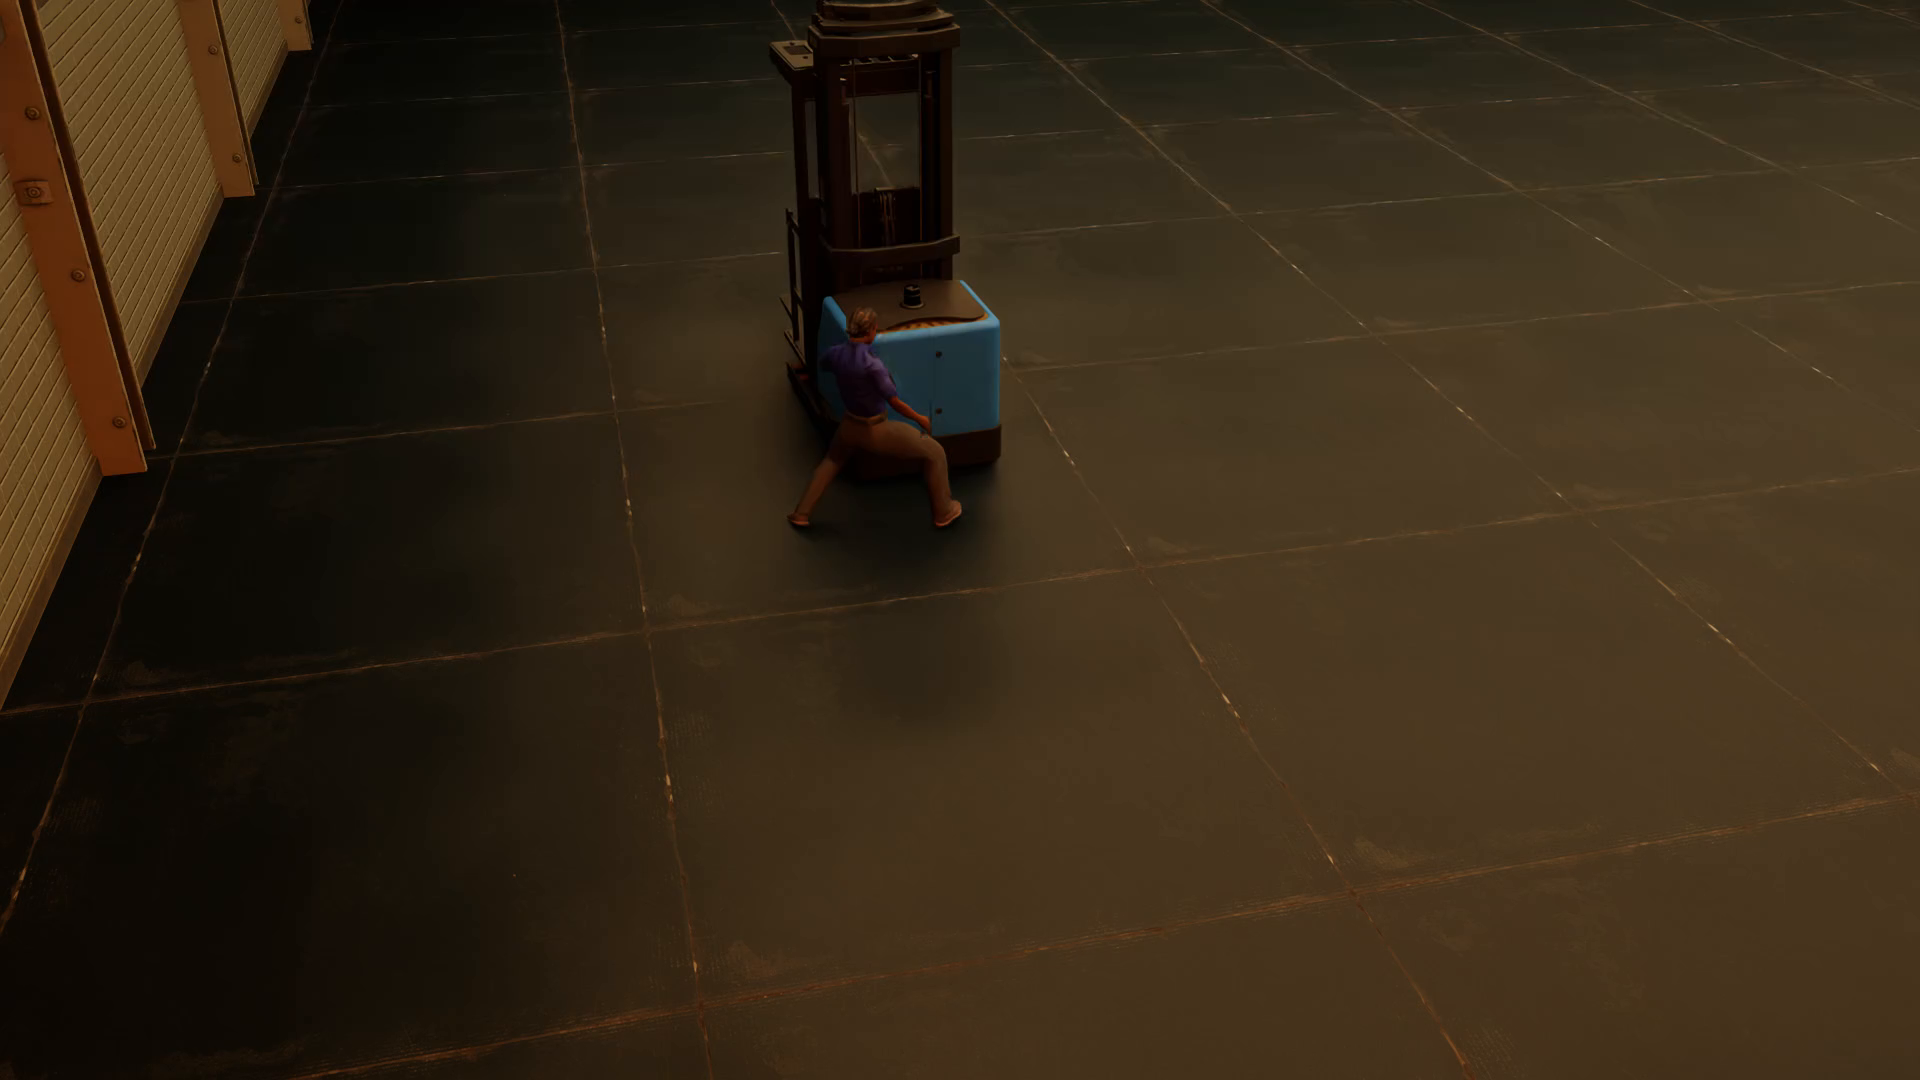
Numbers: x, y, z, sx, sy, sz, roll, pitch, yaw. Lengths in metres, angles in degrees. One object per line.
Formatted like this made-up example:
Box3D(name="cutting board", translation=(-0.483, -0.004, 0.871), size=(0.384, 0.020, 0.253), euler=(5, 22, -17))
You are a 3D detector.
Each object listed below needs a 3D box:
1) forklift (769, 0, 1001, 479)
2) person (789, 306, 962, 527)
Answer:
Box3D(name="forklift", translation=(-0.664, -2.397, 11.715), size=(1.130, 2.935, 3.031), euler=(-9, 31, -16))
Box3D(name="person", translation=(-0.560, -0.759, 10.379), size=(0.933, 1.522, 0.868), euler=(24, 38, 35))
